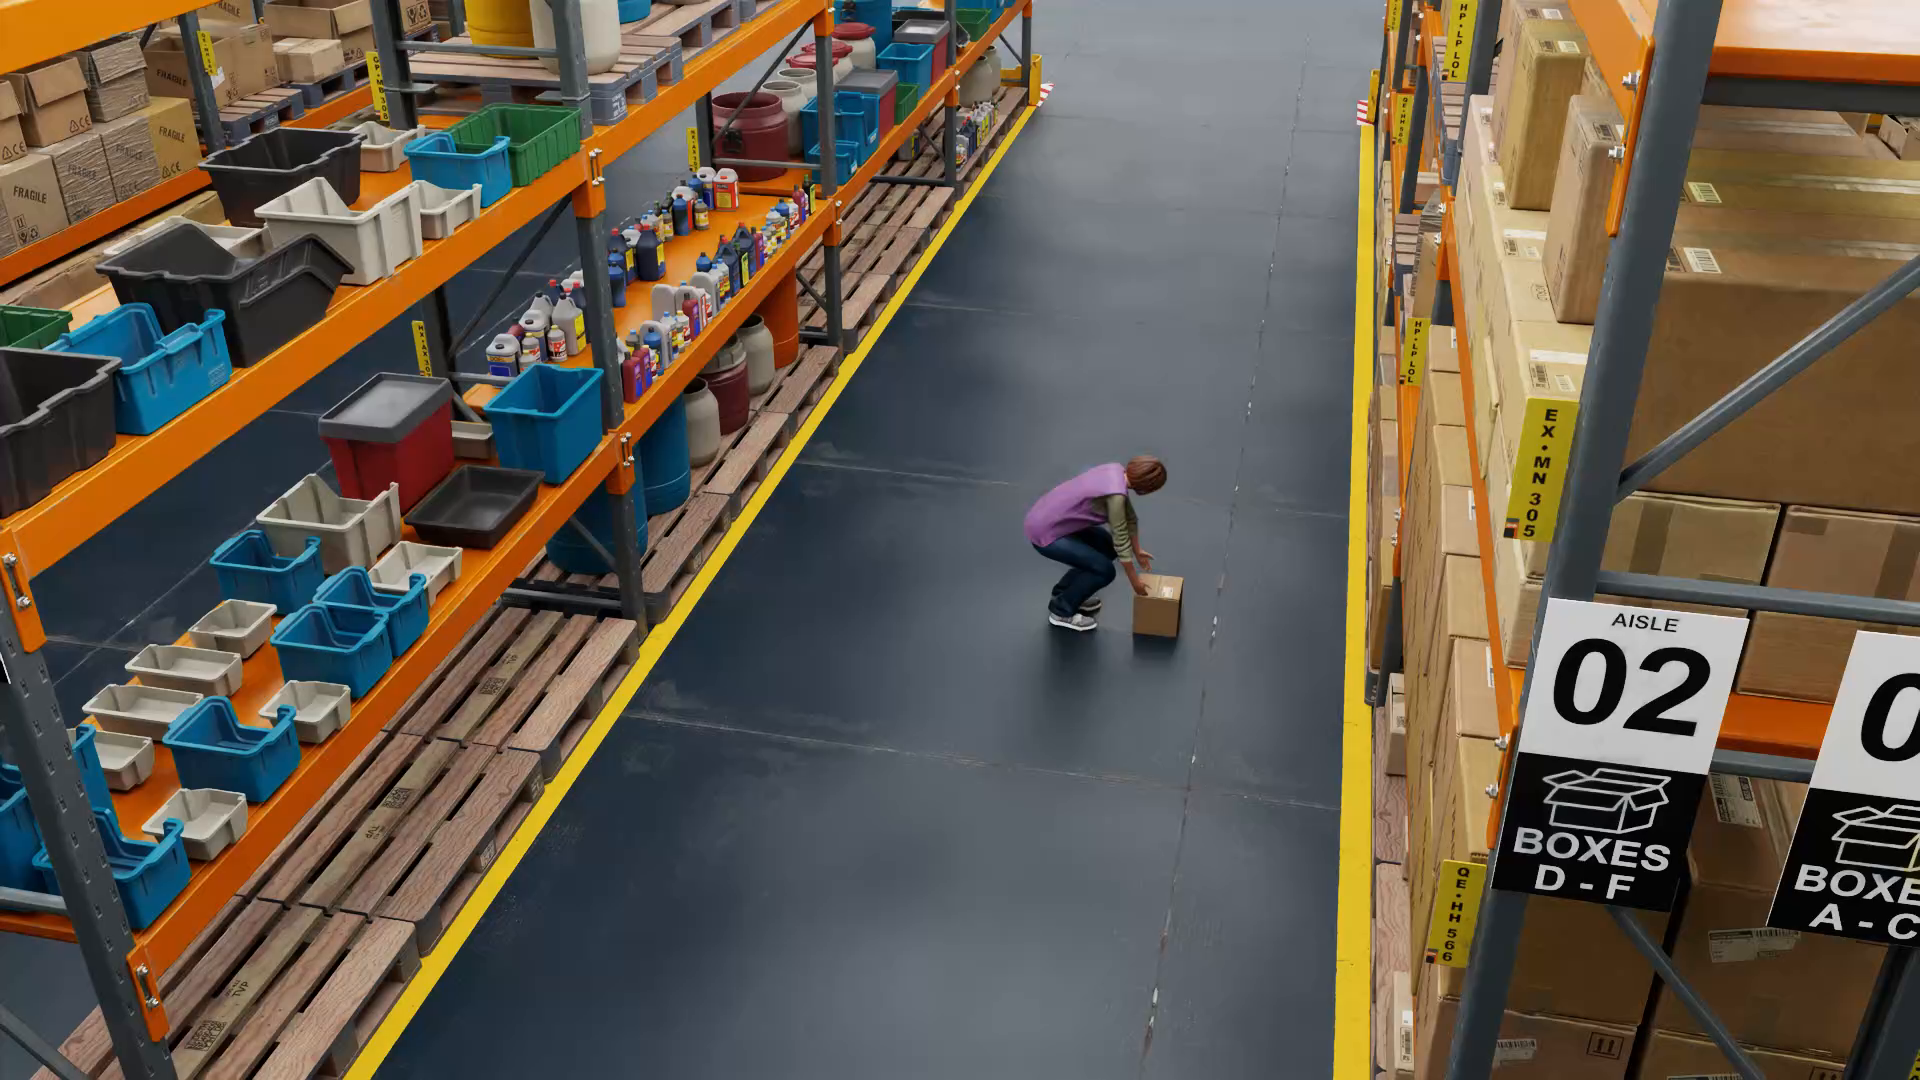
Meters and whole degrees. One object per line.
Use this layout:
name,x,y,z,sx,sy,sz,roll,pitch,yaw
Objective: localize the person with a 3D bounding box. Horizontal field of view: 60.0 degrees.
person,0.738,-0.014,9.245,0.768,1.010,0.457,6,30,10
